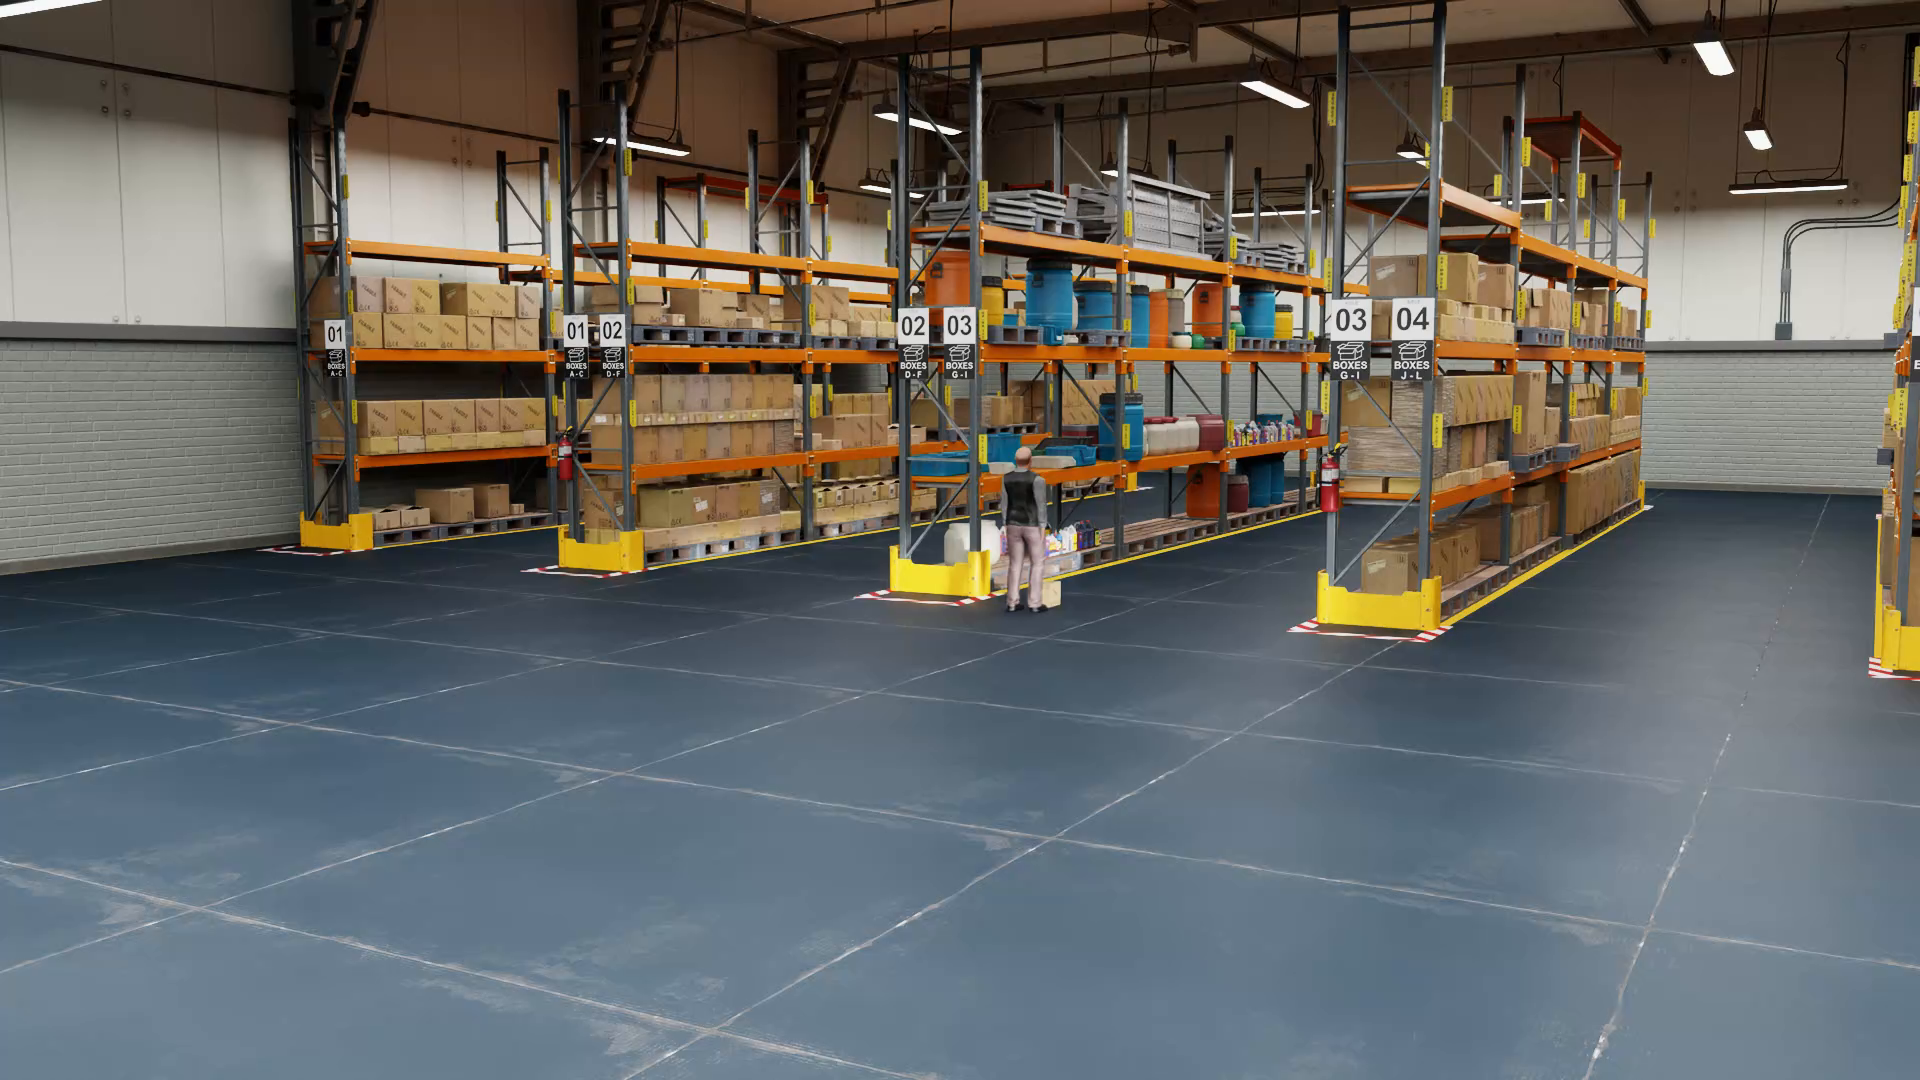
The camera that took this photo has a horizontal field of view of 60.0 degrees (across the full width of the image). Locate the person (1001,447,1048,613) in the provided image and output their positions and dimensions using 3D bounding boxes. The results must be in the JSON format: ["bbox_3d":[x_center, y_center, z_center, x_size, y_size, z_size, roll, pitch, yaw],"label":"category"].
[{"bbox_3d":[0.678,-0.111,17.357,0.530,1.716,0.359,3,7,30],"label":"person"}]
